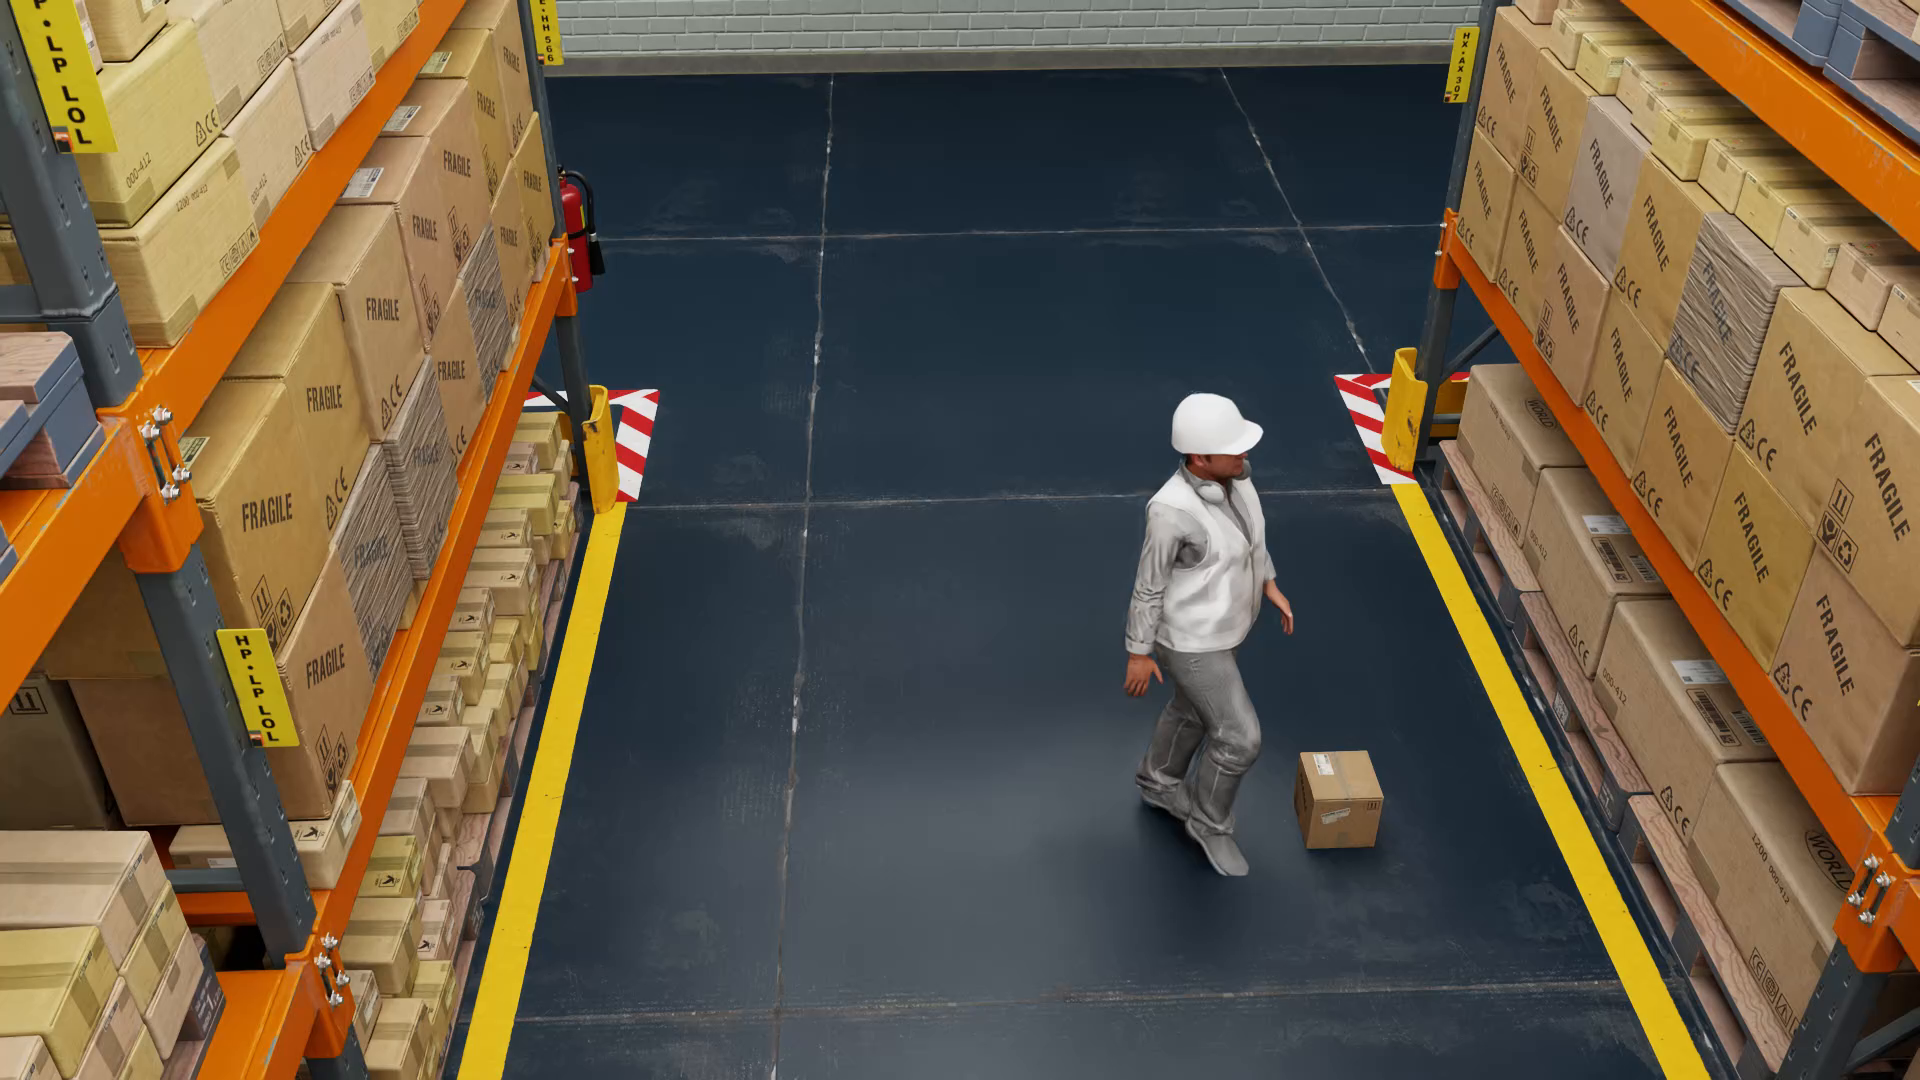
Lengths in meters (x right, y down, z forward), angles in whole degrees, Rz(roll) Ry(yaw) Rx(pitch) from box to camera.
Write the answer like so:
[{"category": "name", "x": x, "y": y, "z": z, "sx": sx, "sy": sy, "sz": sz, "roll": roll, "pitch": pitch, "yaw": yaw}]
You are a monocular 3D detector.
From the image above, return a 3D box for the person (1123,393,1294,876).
[{"category": "person", "x": 0.890, "y": 0.322, "z": 5.693, "sx": 0.524, "sy": 1.817, "sz": 0.631, "roll": 18, "pitch": 39, "yaw": 23}]
